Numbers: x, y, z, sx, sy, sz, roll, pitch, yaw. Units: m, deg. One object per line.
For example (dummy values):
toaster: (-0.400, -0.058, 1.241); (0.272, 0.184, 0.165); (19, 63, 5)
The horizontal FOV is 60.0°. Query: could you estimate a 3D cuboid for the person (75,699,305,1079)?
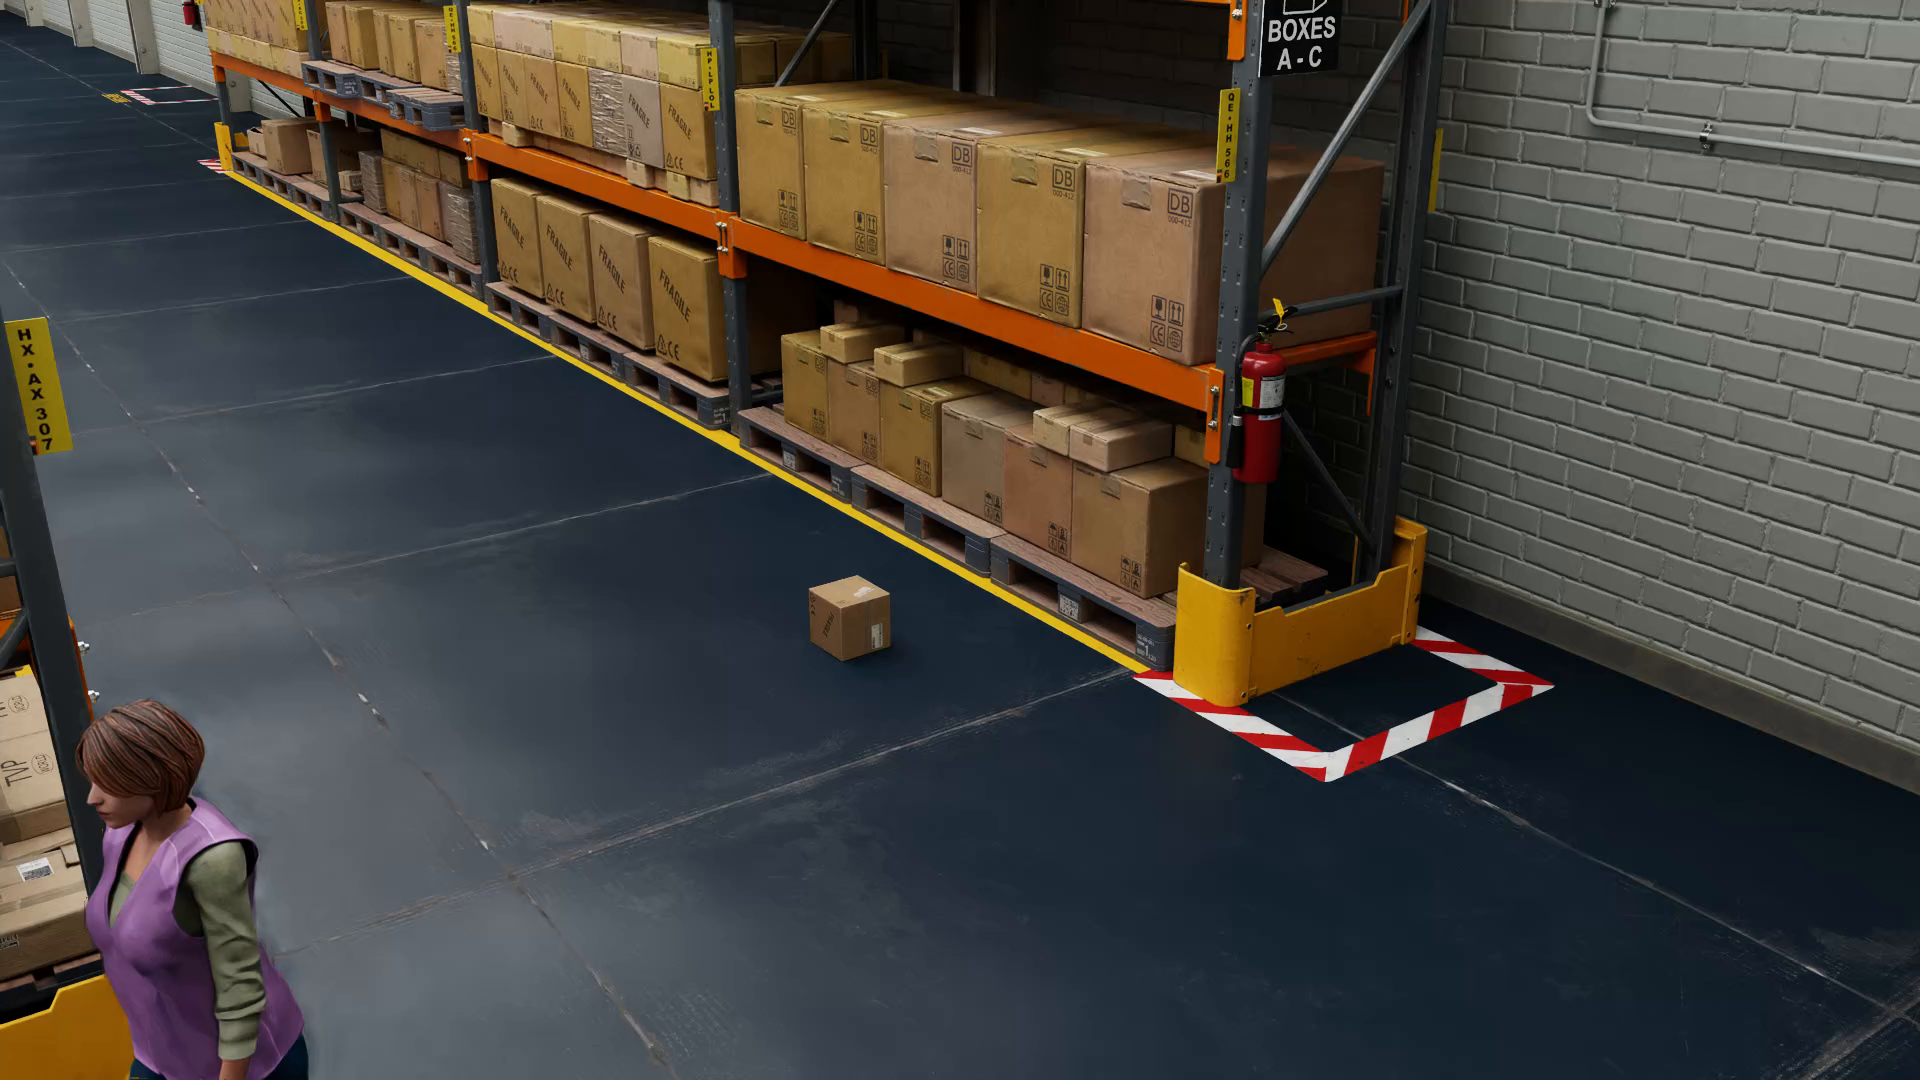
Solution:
person: (-1.570, 1.087, 3.394); (0.471, 1.589, 0.764); (13, 25, 30)
